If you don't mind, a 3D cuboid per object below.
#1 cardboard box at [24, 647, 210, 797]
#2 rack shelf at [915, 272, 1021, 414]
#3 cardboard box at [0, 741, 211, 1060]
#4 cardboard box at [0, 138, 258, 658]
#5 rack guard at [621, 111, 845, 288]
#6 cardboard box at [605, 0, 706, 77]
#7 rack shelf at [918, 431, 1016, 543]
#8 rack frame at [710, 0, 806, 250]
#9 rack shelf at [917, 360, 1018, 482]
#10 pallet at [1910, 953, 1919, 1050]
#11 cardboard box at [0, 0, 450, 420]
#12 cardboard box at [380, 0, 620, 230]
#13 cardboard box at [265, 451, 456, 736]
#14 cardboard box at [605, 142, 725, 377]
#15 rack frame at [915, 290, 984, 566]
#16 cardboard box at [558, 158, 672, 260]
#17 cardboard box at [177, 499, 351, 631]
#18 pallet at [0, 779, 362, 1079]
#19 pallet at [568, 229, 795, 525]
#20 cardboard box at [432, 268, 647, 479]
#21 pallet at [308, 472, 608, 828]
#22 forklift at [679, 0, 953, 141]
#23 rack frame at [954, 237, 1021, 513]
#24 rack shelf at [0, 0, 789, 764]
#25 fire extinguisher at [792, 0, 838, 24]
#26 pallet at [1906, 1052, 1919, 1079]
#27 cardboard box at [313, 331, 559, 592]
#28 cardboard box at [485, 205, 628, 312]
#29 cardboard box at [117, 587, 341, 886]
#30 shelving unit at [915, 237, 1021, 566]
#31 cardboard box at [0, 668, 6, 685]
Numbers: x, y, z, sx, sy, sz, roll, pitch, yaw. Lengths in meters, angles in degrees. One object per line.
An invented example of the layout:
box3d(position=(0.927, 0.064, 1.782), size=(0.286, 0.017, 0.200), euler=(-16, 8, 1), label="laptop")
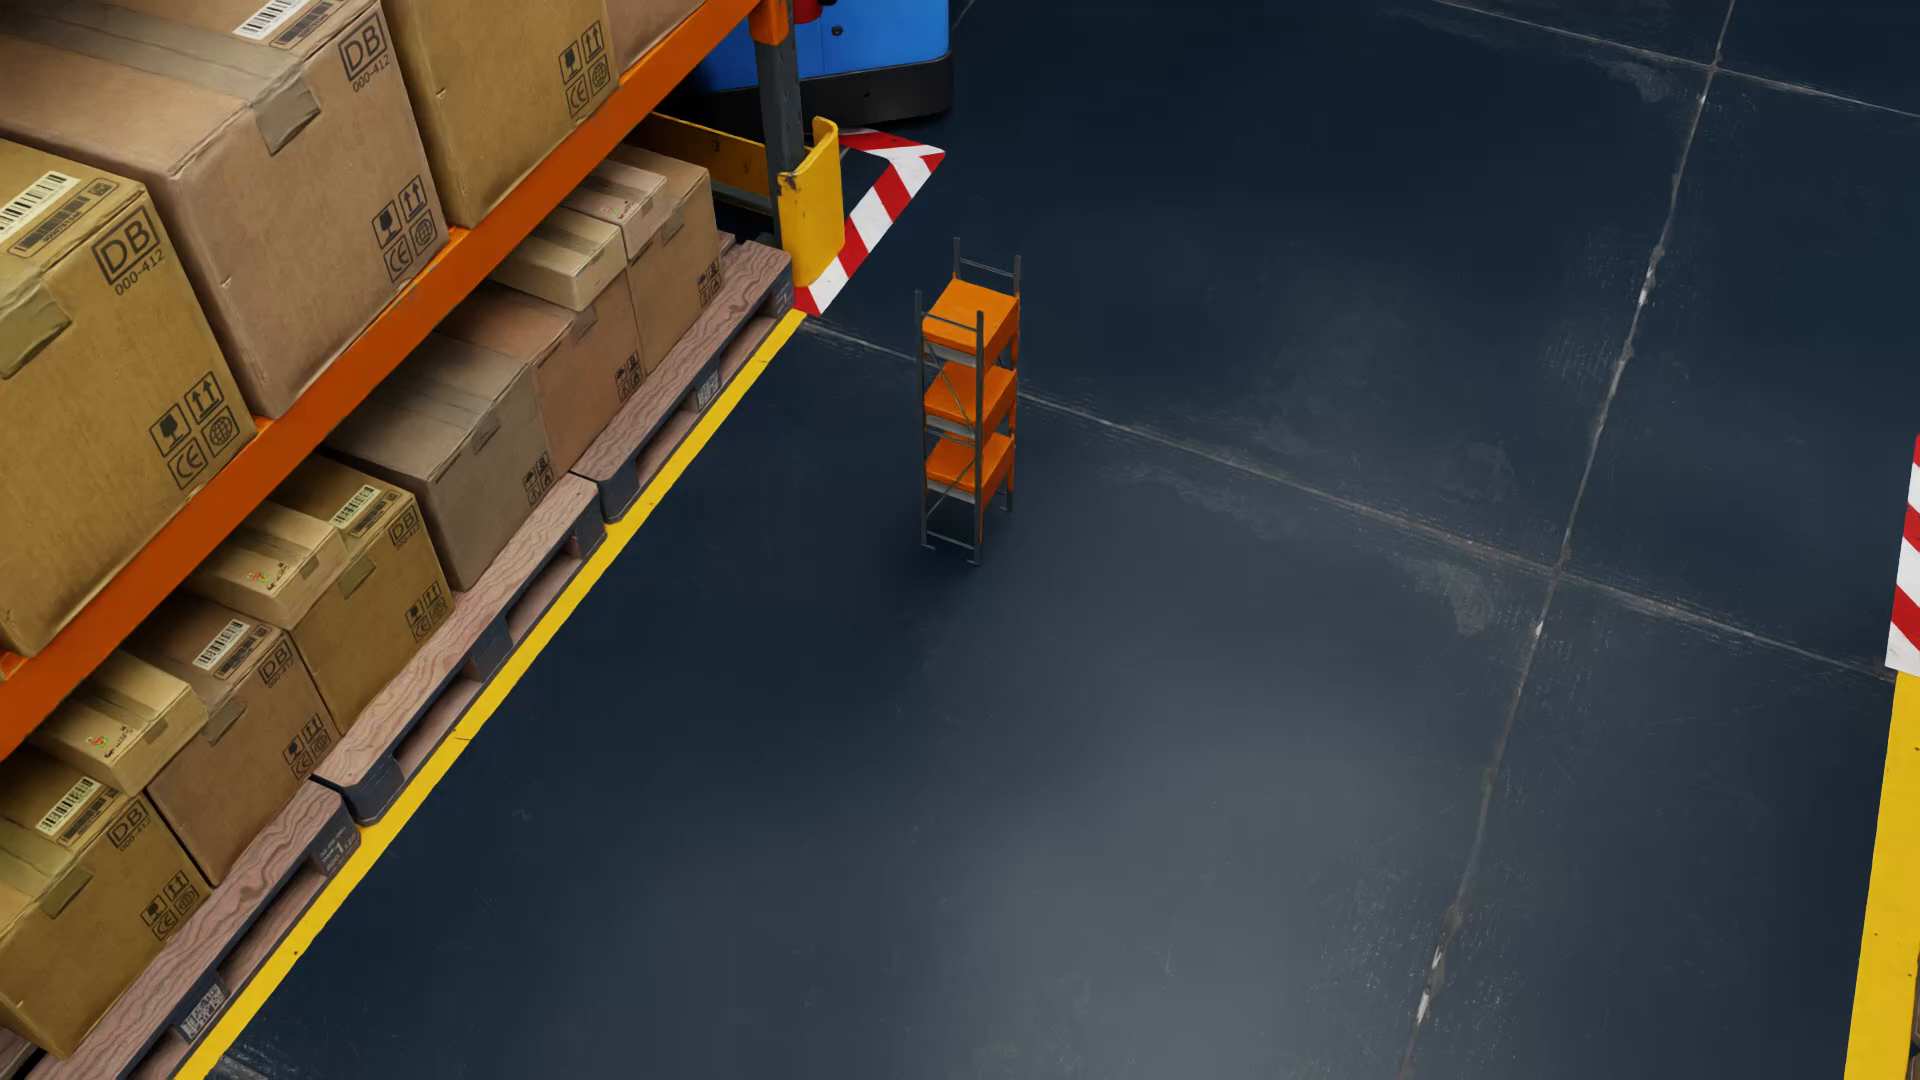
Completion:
box3d(position=(-2.003, 0.397, 3.882), size=(0.380, 0.149, 0.250), euler=(21, 53, 17), label="cardboard box")
box3d(position=(0.023, -0.554, 4.673), size=(0.215, 0.259, 0.240), euler=(20, 52, 16), label="rack shelf")
box3d(position=(-2.314, 0.784, 3.979), size=(0.700, 0.500, 0.500), euler=(20, 53, 17), label="cardboard box")
box3d(position=(-2.163, -0.375, 3.402), size=(0.980, 0.700, 0.700), euler=(19, 52, 15), label="cardboard box")
box3d(position=(-1.008, -1.369, 6.087), size=(1.175, 0.500, 0.348), euler=(20, 52, 16), label="rack guard")
box3d(position=(-1.227, -1.906, 4.705), size=(0.980, 0.700, 0.700), euler=(22, 53, 18), label="cardboard box")
box3d(position=(0.023, -0.190, 5.101), size=(0.215, 0.259, 0.240), euler=(20, 52, 16), label="rack shelf")
box3d(position=(-1.018, -2.163, 5.121), size=(1.000, 3.000, 0.127), euler=(20, 52, 16), label="rack frame")
box3d(position=(0.023, -0.370, 4.890), size=(0.215, 0.259, 0.240), euler=(20, 52, 16), label="rack shelf")
box3d(position=(3.090, 0.952, 4.302), size=(1.003, 0.211, 1.213), euler=(20, 52, 16), label="pallet")
box3d(position=(-1.861, -0.879, 3.831), size=(0.980, 0.700, 0.700), euler=(18, 52, 14), label="cardboard box")
box3d(position=(-1.527, -1.401, 4.276), size=(0.980, 0.700, 0.700), euler=(19, 52, 16), label="cardboard box")
box3d(position=(-1.876, 0.086, 4.573), size=(0.700, 0.500, 0.500), euler=(21, 53, 17), label="cardboard box")
box3d(position=(-1.226, -0.974, 5.475), size=(0.700, 0.500, 0.500), euler=(20, 52, 16), label="cardboard box")
box3d(position=(-0.029, -0.293, 4.810), size=(0.200, 1.050, 0.008), euler=(20, 52, 16), label="rack frame")
box3d(position=(-1.117, -1.037, 5.102), size=(0.380, 0.149, 0.250), euler=(19, 52, 16), label="cardboard box")
box3d(position=(-1.780, 0.038, 4.188), size=(0.380, 0.149, 0.250), euler=(18, 52, 15), label="cardboard box")
box3d(position=(-2.331, 0.997, 4.263), size=(1.003, 0.211, 1.213), euler=(20, 52, 16), label="pallet")
box3d(position=(-1.289, -0.683, 5.693), size=(1.003, 0.211, 1.213), euler=(20, 52, 16), label="pallet")
box3d(position=(-1.440, -0.630, 5.182), size=(0.700, 0.500, 0.500), euler=(20, 52, 16), label="cardboard box")
box3d(position=(-1.811, 0.154, 4.980), size=(1.003, 0.211, 1.213), euler=(20, 52, 16), label="pallet")
box3d(position=(-0.881, -3.632, 6.416), size=(1.130, 2.935, 3.031), euler=(-11, 50, -9), label="forklift")
box3d(position=(0.075, -0.461, 4.953), size=(0.200, 1.050, 0.008), euler=(20, 52, 16), label="rack frame")
box3d(position=(-1.872, -0.553, 4.223), size=(1.077, 0.370, 4.000), euler=(20, 52, 16), label="rack shelf")
box3d(position=(-0.536, -1.971, 5.253), size=(0.296, 0.674, 0.183), euler=(20, 52, 16), label="fire extinguisher")
box3d(position=(2.568, 1.789, 3.590), size=(1.003, 0.211, 1.213), euler=(20, 52, 16), label="pallet")
box3d(position=(-1.654, -0.283, 4.887), size=(0.700, 0.500, 0.500), euler=(18, 52, 15), label="cardboard box")
box3d(position=(-1.225, -0.861, 4.952), size=(0.380, 0.149, 0.250), euler=(21, 53, 17), label="cardboard box")
box3d(position=(-2.097, 0.439, 4.272), size=(0.700, 0.500, 0.500), euler=(19, 52, 16), label="cardboard box")
box3d(position=(0.023, -0.377, 4.882), size=(0.215, 1.050, 0.252), euler=(20, 52, 16), label="shelving unit")
box3d(position=(-2.480, 0.126, 2.976), size=(0.980, 0.700, 0.700), euler=(21, 53, 17), label="cardboard box")
